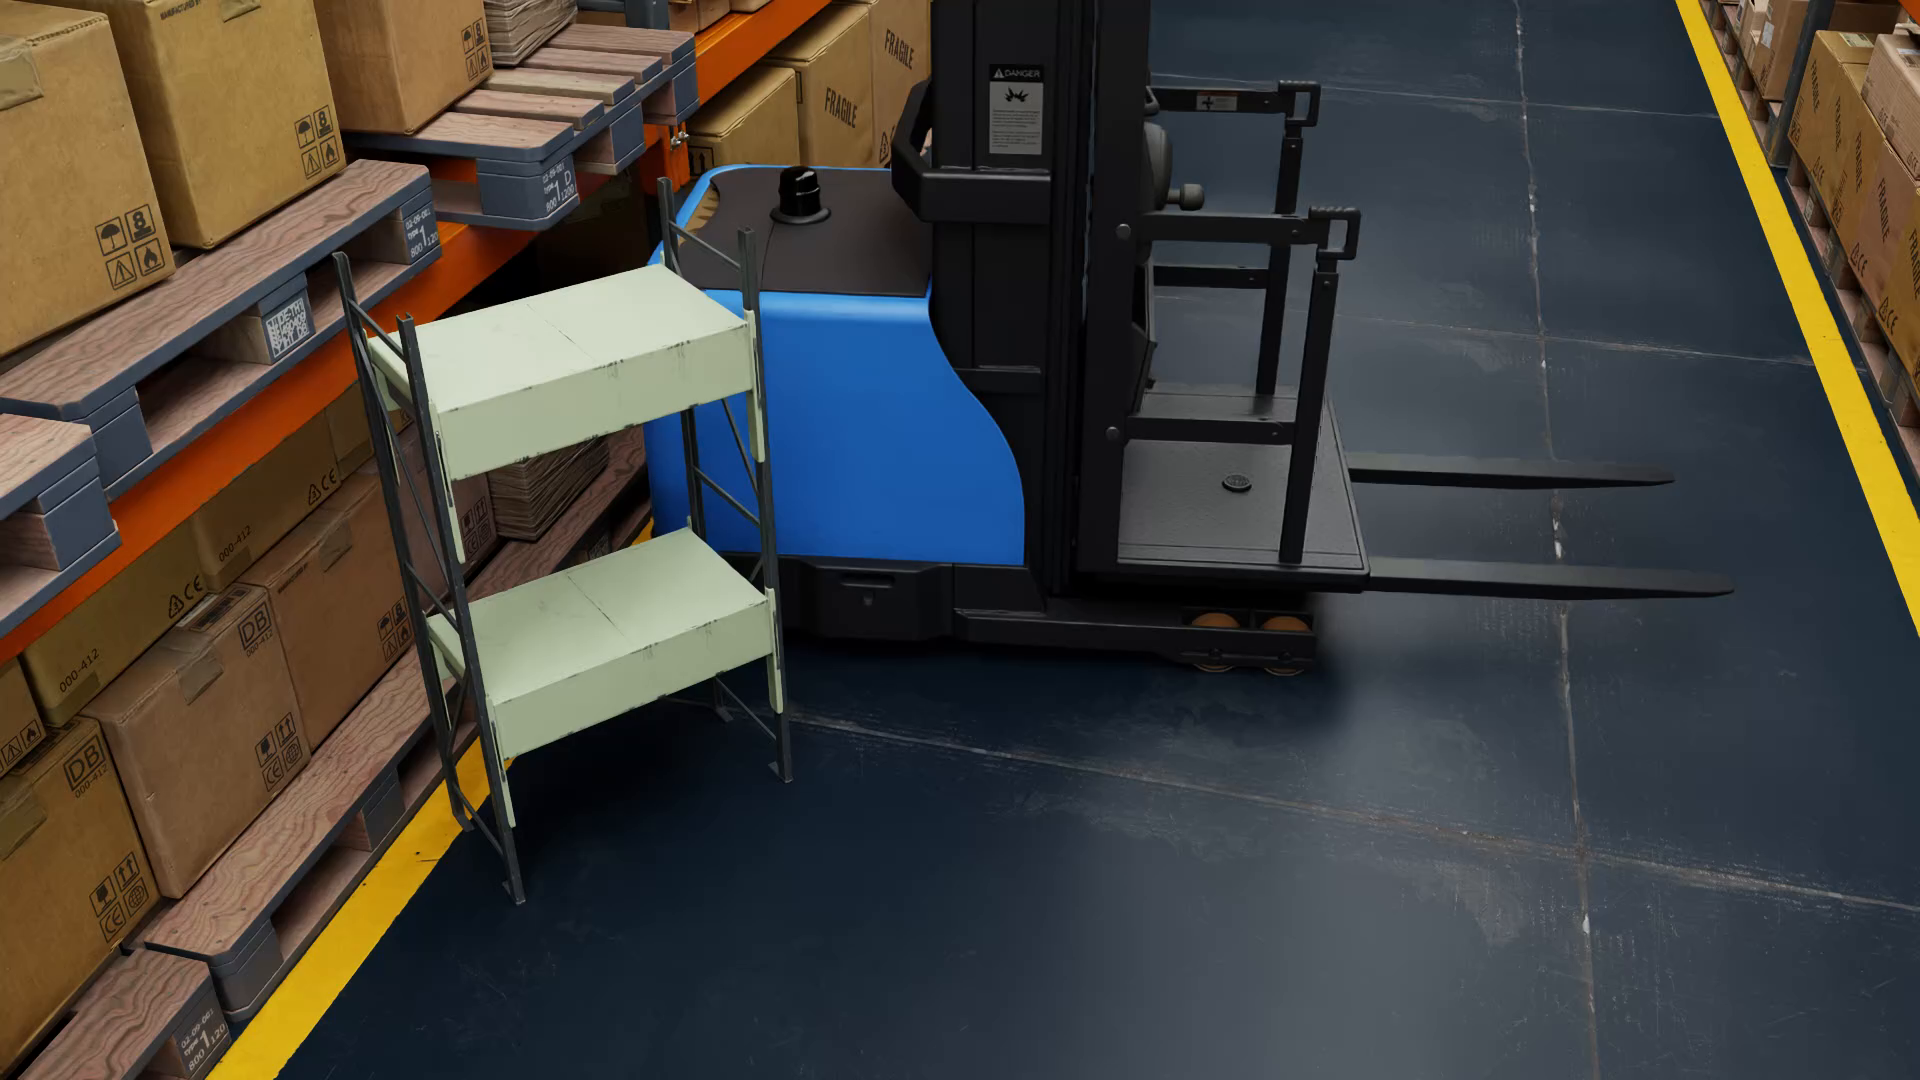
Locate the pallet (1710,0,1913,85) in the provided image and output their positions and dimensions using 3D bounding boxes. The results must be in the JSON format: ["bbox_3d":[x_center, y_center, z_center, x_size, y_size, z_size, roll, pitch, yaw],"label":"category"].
[{"bbox_3d":[4.922,-2.849,9.536,1.003,0.211,1.213,8,33,12],"label":"pallet"}]

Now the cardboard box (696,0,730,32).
[{"bbox_3d":[-0.989,-1.803,5.506,0.380,0.149,0.250,8,33,13],"label":"cardboard box"}]

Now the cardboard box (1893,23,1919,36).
[{"bbox_3d":[4.964,-2.664,8.875,0.380,0.166,0.250,8,33,12],"label":"cardboard box"}]

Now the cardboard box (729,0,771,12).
[{"bbox_3d":[-0.840,-1.930,5.705,0.380,0.149,0.250,9,34,14],"label":"cardboard box"}]

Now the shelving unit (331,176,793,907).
[{"bbox_3d":[-0.851,0.021,3.819,0.755,1.500,0.431,-21,38,-30],"label":"shelving unit"}]

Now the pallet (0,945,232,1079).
[{"bbox_3d":[-2.188,1.216,3.140,1.003,0.211,1.213,8,33,12],"label":"pallet"}]

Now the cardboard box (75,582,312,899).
[{"bbox_3d":[-1.962,0.395,3.753,0.700,0.500,0.500,8,33,13],"label":"cardboard box"}]

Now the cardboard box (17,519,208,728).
[{"bbox_3d":[-1.976,0.113,3.497,0.500,0.250,0.500,7,33,11],"label":"cardboard box"}]

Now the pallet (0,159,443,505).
[{"bbox_3d":[-1.832,-0.518,3.448,1.003,0.211,1.213,8,33,12],"label":"pallet"}]

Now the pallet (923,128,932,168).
[{"bbox_3d":[-0.477,-2.120,8.388,1.003,0.211,1.213,8,33,12],"label":"pallet"}]

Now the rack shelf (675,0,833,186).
[{"bbox_3d":[-0.861,-2.366,6.847,1.077,0.370,4.000,8,33,12],"label":"rack shelf"}]

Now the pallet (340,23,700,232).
[{"bbox_3d":[-1.447,-1.167,4.468,1.213,0.211,1.003,8,33,12],"label":"pallet"}]

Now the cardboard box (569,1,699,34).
[{"bbox_3d":[-1.061,-1.674,5.302,0.380,0.149,0.250,8,33,12],"label":"cardboard box"}]

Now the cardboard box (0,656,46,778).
[{"bbox_3d":[-2.105,0.383,3.072,0.500,0.250,0.500,7,33,11],"label":"cardboard box"}]

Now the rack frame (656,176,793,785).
[{"bbox_3d":[-0.555,-0.095,4.001,0.023,1.500,0.400,-21,38,-30],"label":"rack frame"}]

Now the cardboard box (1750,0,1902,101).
[{"bbox_3d":[4.309,-2.500,8.307,0.500,0.500,0.500,8,33,12],"label":"cardboard box"}]

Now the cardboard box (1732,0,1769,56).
[{"bbox_3d":[4.499,-2.809,8.970,0.500,0.311,0.500,8,33,12],"label":"cardboard box"}]

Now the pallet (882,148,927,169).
[{"bbox_3d":[-0.784,-1.485,7.389,1.003,0.211,1.213,8,33,12],"label":"pallet"}]

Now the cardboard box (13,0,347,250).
[{"bbox_3d":[-1.773,-0.965,3.469,0.700,0.500,0.500,8,33,12],"label":"cardboard box"}]

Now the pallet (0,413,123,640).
[{"bbox_3d":[-2.049,0.148,2.400,1.003,0.211,1.213,8,33,12],"label":"pallet"}]

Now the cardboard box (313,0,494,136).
[{"bbox_3d":[-1.594,-1.321,4.028,0.700,0.500,0.500,5,33,8],"label":"cardboard box"}]

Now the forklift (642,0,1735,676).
[{"bbox_3d":[0.670,-1.155,4.335,3.031,2.935,1.130,3,33,4],"label":"forklift"}]

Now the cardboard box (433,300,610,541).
[{"bbox_3d":[-1.501,-0.382,4.975,0.700,0.500,0.500,8,33,13],"label":"cardboard box"}]

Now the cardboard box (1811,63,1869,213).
[{"bbox_3d":[3.956,-1.670,7.000,0.500,0.500,0.500,8,33,13],"label":"cardboard box"}]

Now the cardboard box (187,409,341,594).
[{"bbox_3d":[-1.832,-0.144,3.901,0.500,0.250,0.500,8,33,12],"label":"cardboard box"}]

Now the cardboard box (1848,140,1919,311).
[{"bbox_3d":[3.693,-1.149,6.181,0.500,0.500,0.500,7,33,11],"label":"cardboard box"}]

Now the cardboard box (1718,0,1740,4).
[{"bbox_3d":[4.788,-3.374,9.914,0.500,0.250,0.500,8,33,12],"label":"cardboard box"}]

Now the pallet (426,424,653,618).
[{"bbox_3d":[-1.569,-0.050,5.131,1.003,0.211,1.213,8,33,12],"label":"pallet"}]

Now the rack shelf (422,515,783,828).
[{"bbox_3d":[-0.851,0.296,3.994,0.720,0.370,0.431,-21,38,-30],"label":"rack shelf"}]

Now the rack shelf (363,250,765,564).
[{"bbox_3d":[-0.851,-0.309,3.610,0.720,0.370,0.431,-21,38,-30],"label":"rack shelf"}]

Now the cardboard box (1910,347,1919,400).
[{"bbox_3d":[3.434,-0.607,5.329,0.500,0.500,0.500,9,34,14],"label":"cardboard box"}]

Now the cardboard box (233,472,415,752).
[{"bbox_3d":[-1.843,0.131,4.167,0.700,0.500,0.500,8,33,12],"label":"cardboard box"}]

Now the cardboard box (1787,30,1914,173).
[{"bbox_3d":[4.080,-1.948,7.438,0.500,0.500,0.500,7,33,10],"label":"cardboard box"}]

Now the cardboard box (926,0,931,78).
[{"bbox_3d":[-0.393,-2.623,8.192,0.750,0.750,0.750,8,33,13],"label":"cardboard box"}]

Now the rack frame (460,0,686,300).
[{"bbox_3d":[-1.369,-1.632,5.021,1.000,3.000,0.127,8,33,12],"label":"rack frame"}]

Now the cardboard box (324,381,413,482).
[{"bbox_3d":[-1.706,-0.411,4.322,0.500,0.250,0.500,9,33,13],"label":"cardboard box"}]

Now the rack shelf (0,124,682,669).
[{"bbox_3d":[-1.876,-0.290,3.581,1.077,0.370,4.000,8,33,12],"label":"rack shelf"}]

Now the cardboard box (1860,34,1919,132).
[{"bbox_3d":[3.827,-1.746,6.421,0.500,0.250,0.500,8,33,12],"label":"cardboard box"}]

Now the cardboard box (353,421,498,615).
[{"bbox_3d":[-1.744,-0.130,4.579,0.700,0.500,0.500,8,33,12],"label":"cardboard box"}]

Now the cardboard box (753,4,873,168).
[{"bbox_3d":[-0.827,-1.719,6.771,0.750,0.750,0.750,8,33,12],"label":"cardboard box"}]

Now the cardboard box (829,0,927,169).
[{"bbox_3d":[-0.616,-2.161,7.466,0.750,0.750,0.750,9,34,14],"label":"cardboard box"}]

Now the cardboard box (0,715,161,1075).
[{"bbox_3d":[-2.131,0.654,3.345,0.700,0.500,0.500,7,33,11],"label":"cardboard box"}]

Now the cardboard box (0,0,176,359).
[{"bbox_3d":[-1.936,-0.678,3.018,0.700,0.500,0.500,13,35,19],"label":"cardboard box"}]

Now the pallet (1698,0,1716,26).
[{"bbox_3d":[5.233,-3.481,10.529,1.003,0.211,1.213,8,33,12],"label":"pallet"}]

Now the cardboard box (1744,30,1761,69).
[{"bbox_3d":[4.346,-2.555,8.720,0.380,0.149,0.250,8,33,12],"label":"cardboard box"}]

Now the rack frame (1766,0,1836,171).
[{"bbox_3d":[4.439,-3.035,7.228,1.000,3.000,0.127,8,33,12],"label":"rack frame"}]

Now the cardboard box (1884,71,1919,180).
[{"bbox_3d":[3.700,-1.485,6.011,0.500,0.250,0.500,7,33,11],"label":"cardboard box"}]

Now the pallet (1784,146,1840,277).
[{"bbox_3d":[4.269,-1.431,7.304,1.003,0.211,1.213,8,33,12],"label":"pallet"}]

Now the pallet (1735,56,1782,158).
[{"bbox_3d":[4.614,-2.214,8.537,1.003,0.211,1.213,8,33,12],"label":"pallet"}]

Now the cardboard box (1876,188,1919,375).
[{"bbox_3d":[3.566,-0.876,5.752,0.500,0.500,0.500,7,33,11],"label":"cardboard box"}]

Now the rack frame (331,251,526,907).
[{"bbox_3d":[-1.146,0.136,3.637,0.023,1.500,0.400,-21,38,-30],"label":"rack frame"}]

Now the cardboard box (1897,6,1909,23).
[{"bbox_3d":[4.911,-3.143,9.315,0.797,0.503,0.637,8,33,12],"label":"cardboard box"}]

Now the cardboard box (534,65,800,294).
[{"bbox_3d":[-1.055,-1.266,6.057,0.750,0.750,0.750,8,33,12],"label":"cardboard box"}]

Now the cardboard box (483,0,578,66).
[{"bbox_3d":[-1.478,-1.614,4.490,0.700,0.500,0.500,4,33,7],"label":"cardboard box"}]

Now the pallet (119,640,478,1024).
[{"bbox_3d":[-1.880,0.581,4.139,1.003,0.211,1.213,8,33,12],"label":"pallet"}]

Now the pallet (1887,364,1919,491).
[{"bbox_3d":[3.650,-0.165,5.313,1.003,0.211,1.213,8,33,12],"label":"pallet"}]

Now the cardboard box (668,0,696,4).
[{"bbox_3d":[-0.998,-2.025,5.251,0.500,0.500,0.500,9,34,14],"label":"cardboard box"}]

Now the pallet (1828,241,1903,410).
[{"bbox_3d":[3.961,-0.796,6.305,1.003,0.211,1.213,8,33,12],"label":"pallet"}]

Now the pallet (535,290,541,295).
[{"bbox_3d":[-1.096,-0.854,6.396,1.003,0.211,1.213,8,33,12],"label":"pallet"}]

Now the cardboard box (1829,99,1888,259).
[{"bbox_3d":[3.822,-1.411,6.594,0.500,0.500,0.500,8,33,13],"label":"cardboard box"}]
